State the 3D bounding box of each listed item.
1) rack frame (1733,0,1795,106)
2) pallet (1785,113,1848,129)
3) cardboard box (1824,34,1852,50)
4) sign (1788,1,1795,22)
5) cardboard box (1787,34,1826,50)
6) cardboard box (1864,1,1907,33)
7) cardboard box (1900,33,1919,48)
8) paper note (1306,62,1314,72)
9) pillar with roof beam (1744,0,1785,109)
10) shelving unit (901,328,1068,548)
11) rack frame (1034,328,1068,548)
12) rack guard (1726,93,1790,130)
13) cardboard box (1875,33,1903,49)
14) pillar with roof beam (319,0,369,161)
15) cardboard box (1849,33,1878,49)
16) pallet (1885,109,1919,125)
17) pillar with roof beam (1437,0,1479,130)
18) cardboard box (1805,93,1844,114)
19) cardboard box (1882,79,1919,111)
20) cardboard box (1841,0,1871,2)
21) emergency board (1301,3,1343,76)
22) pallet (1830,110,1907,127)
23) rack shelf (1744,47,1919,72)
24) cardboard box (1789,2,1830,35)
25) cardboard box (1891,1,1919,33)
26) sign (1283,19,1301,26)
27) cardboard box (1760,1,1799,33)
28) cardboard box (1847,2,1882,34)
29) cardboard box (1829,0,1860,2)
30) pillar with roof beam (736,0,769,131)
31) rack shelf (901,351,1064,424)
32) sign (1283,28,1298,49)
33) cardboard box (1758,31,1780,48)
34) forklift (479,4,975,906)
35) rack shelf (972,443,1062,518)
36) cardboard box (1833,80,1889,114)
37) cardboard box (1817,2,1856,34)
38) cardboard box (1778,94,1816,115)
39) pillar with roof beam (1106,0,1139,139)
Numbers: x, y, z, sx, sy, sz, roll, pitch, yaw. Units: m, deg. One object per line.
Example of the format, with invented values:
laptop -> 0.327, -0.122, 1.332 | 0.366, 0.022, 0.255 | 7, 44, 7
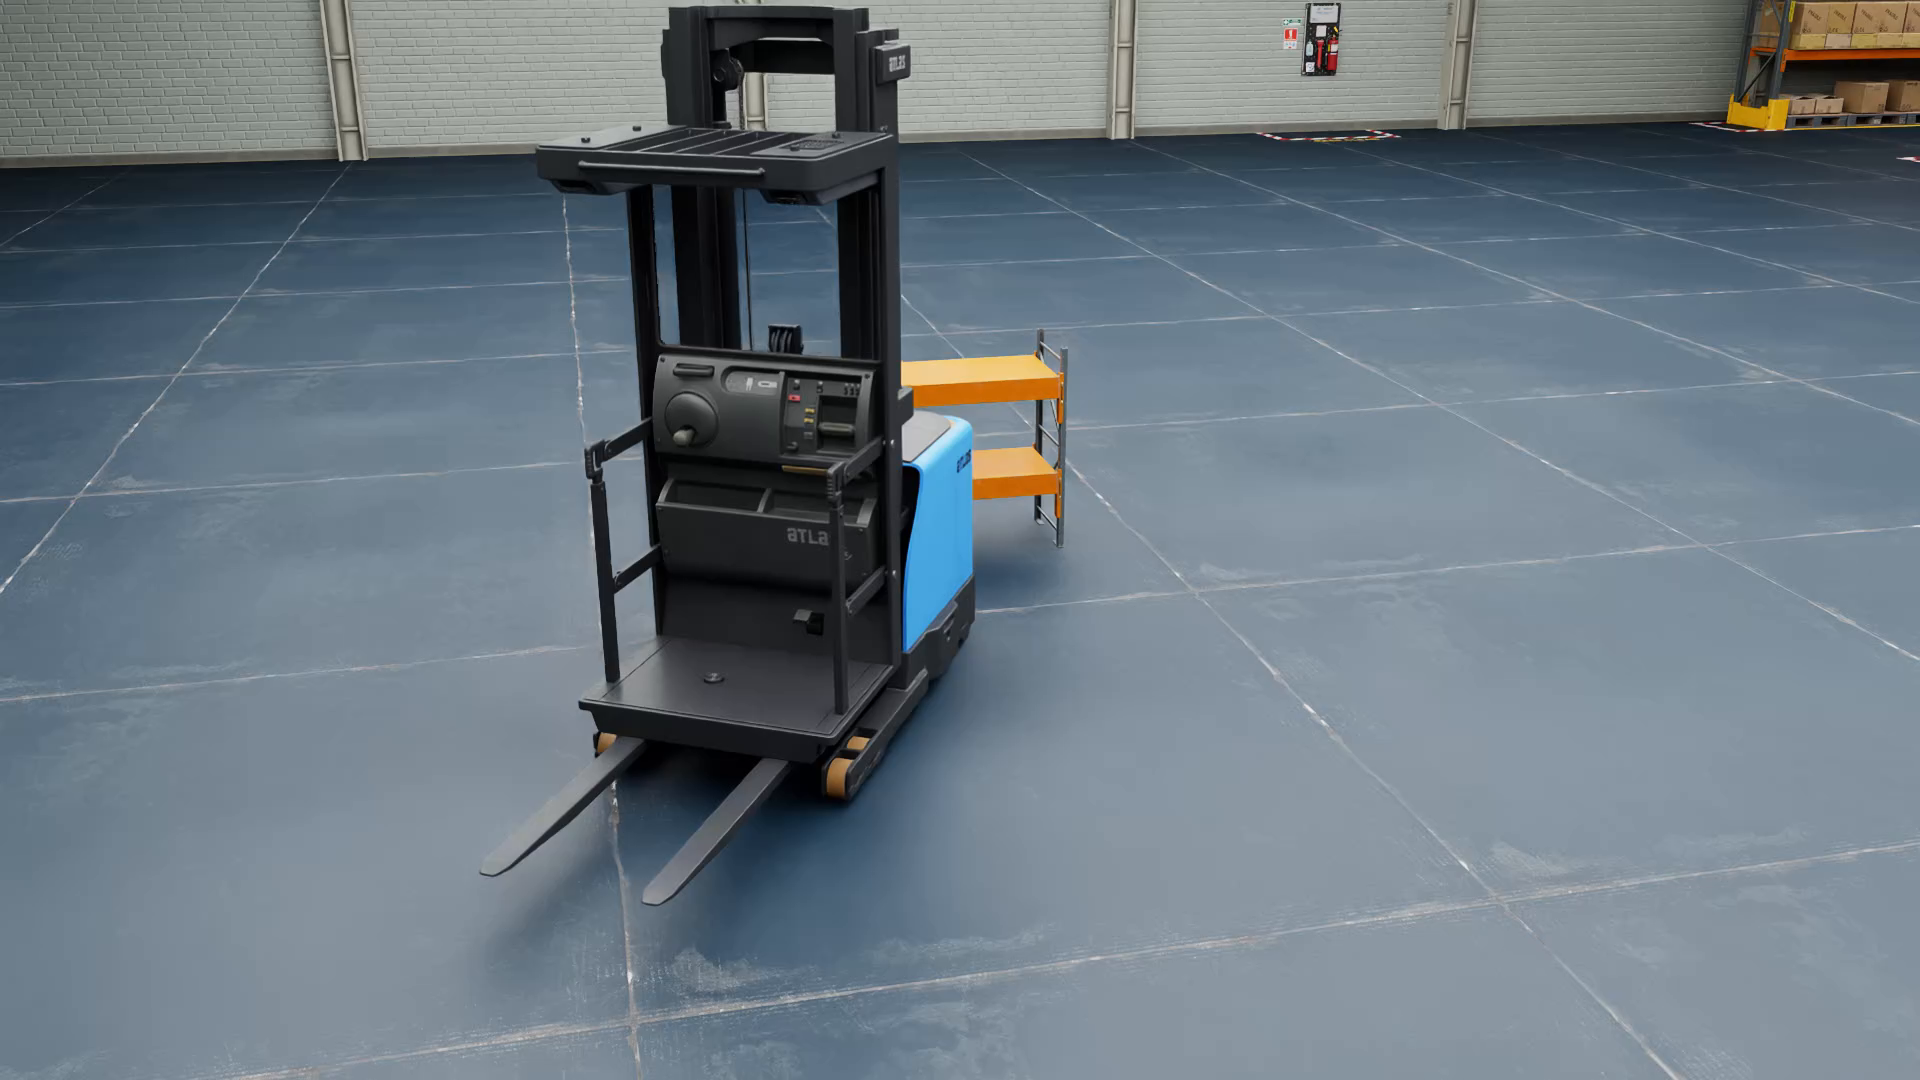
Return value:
rack frame -> 13.830, -8.643, 28.548 | 0.127, 3.000, 1.000 | -5, 21, -12
pallet -> 14.703, -7.392, 29.187 | 1.213, 0.211, 1.003 | -5, 21, -12
cardboard box -> 14.880, -8.560, 28.511 | 0.500, 0.250, 0.500 | -5, 21, -14
sign -> 13.955, -8.868, 27.903 | 0.005, 0.325, 0.100 | -5, 21, -12
cardboard box -> 14.378, -8.514, 28.385 | 0.500, 0.250, 0.500 | -5, 21, -14
cardboard box -> 15.851, -8.990, 28.596 | 0.500, 0.500, 0.500 | -4, 20, -11
cardboard box -> 16.359, -8.678, 28.832 | 0.500, 0.250, 0.500 | -5, 21, -13
paper note -> 5.872, -7.925, 27.870 | 0.142, 0.148, 0.016 | -5, 21, -12
pillar with roof beam -> 15.303, -10.364, 24.524 | 0.400, 9.000, 9.100 | -5, 21, -12
shelving unit -> 0.007, -0.529, 9.123 | 1.048, 1.125, 0.538 | -5, 21, -12
rack frame -> 0.501, -0.569, 9.232 | 0.032, 1.125, 0.500 | -5, 21, -12
rack guard -> 13.904, -7.475, 28.994 | 0.348, 0.500, 1.175 | -5, 21, -12
cardboard box -> 15.870, -8.638, 28.722 | 0.500, 0.250, 0.500 | -4, 21, -12
pillar with roof beam -> -8.053, -8.464, 19.338 | 0.400, 9.000, 9.100 | -5, 21, -12
cardboard box -> 15.377, -8.598, 28.615 | 0.500, 0.250, 0.500 | -5, 21, -13
pallet -> 17.077, -7.585, 29.714 | 1.213, 0.211, 1.003 | -5, 21, -12
pillar with roof beam -> 9.464, -9.889, 23.227 | 0.400, 9.000, 9.100 | -5, 21, -12
cardboard box -> 15.079, -7.657, 29.125 | 0.500, 0.311, 0.500 | -3, 20, -8
cardboard box -> 16.722, -7.897, 29.505 | 0.500, 0.500, 0.500 | -6, 21, -17
cardboard box -> 15.724, -9.161, 29.061 | 0.500, 0.500, 0.500 | -4, 21, -12
emergency board -> 6.060, -8.330, 27.694 | 0.643, 1.169, 0.194 | -5, 21, -12
pallet -> 15.888, -7.487, 29.447 | 1.213, 0.211, 1.003 | -5, 21, -12
rack shelf -> 15.777, -8.463, 29.104 | 4.000, 0.370, 1.077 | -5, 21, -12
cardboard box -> 14.364, -8.871, 28.270 | 0.500, 0.500, 0.500 | -5, 21, -12
cardboard box -> 16.357, -9.032, 28.709 | 0.500, 0.500, 0.500 | -5, 21, -14
sign -> 5.504, -8.584, 27.564 | 0.331, 0.109, 0.001 | -5, 21, -12
cardboard box -> 14.240, -9.042, 28.737 | 0.500, 0.500, 0.500 | -5, 21, -13
cardboard box -> 15.352, -8.946, 28.473 | 0.500, 0.500, 0.500 | -5, 21, -14
cardboard box -> 15.234, -9.121, 28.953 | 0.500, 0.500, 0.500 | -5, 21, -14
pillar with roof beam -> -2.214, -8.939, 20.634 | 0.400, 9.000, 9.100 | -5, 21, -12
rack shelf -> 0.007, -0.804, 9.022 | 1.000, 0.278, 0.538 | -5, 21, -12
sign -> 5.498, -8.338, 27.662 | 0.234, 0.329, 0.001 | -5, 21, -12
cardboard box -> 14.241, -8.684, 28.848 | 0.500, 0.250, 0.500 | -4, 21, -12
forklift -> -0.852, -0.508, 6.441 | 1.130, 2.935, 3.031 | 6, 21, 16
rack shelf -> 0.007, -0.299, 9.207 | 1.000, 0.278, 0.538 | -5, 21, -12
cardboard box -> 15.804, -7.787, 29.205 | 0.500, 0.500, 0.700 | -6, 21, -16
cardboard box -> 14.847, -8.907, 28.367 | 0.500, 0.500, 0.500 | -5, 21, -12
cardboard box -> 14.524, -7.611, 29.002 | 0.500, 0.311, 0.500 | -7, 21, -19
pillar with roof beam -> 3.625, -9.414, 21.931 | 0.400, 9.000, 9.100 | -5, 21, -12
